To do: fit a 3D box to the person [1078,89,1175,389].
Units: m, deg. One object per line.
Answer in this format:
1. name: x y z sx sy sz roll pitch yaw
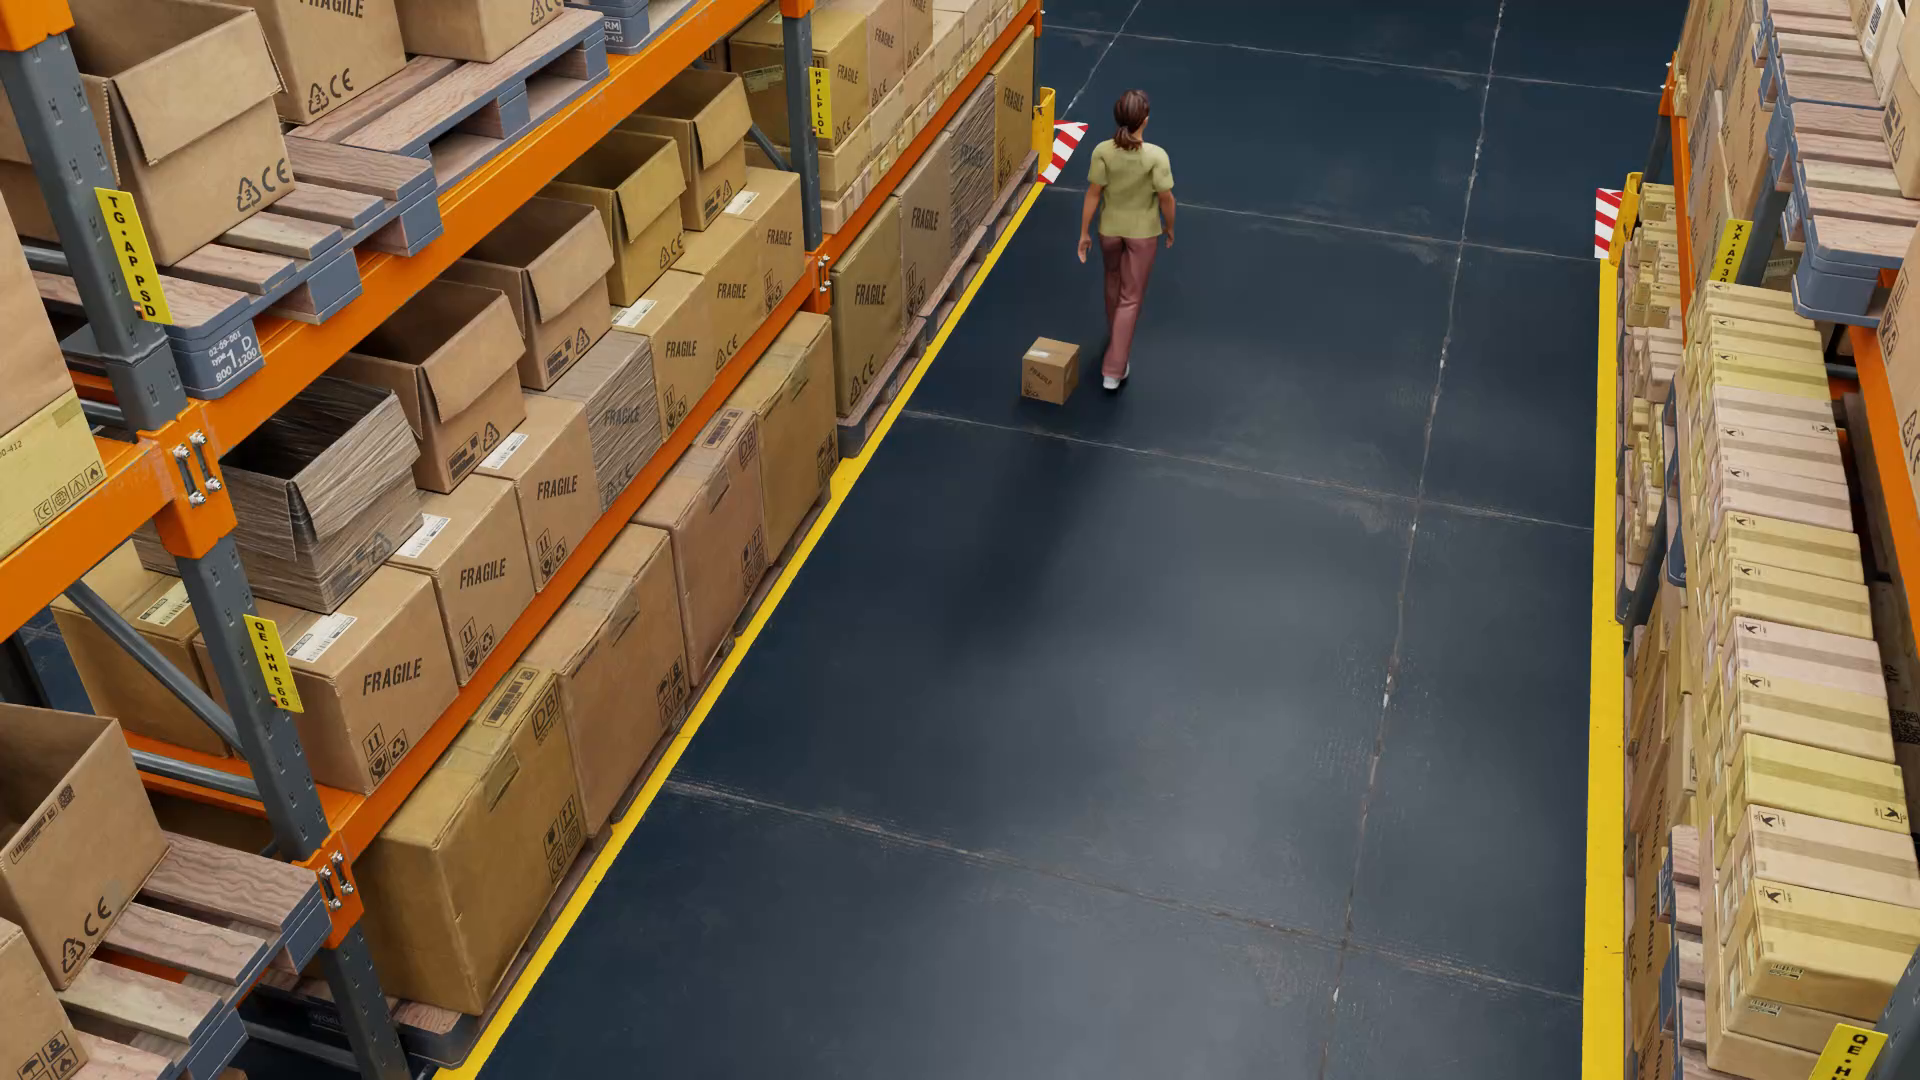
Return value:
1. person: 0.954 -1.711 9.145 0.477 1.663 0.864 14 39 18
